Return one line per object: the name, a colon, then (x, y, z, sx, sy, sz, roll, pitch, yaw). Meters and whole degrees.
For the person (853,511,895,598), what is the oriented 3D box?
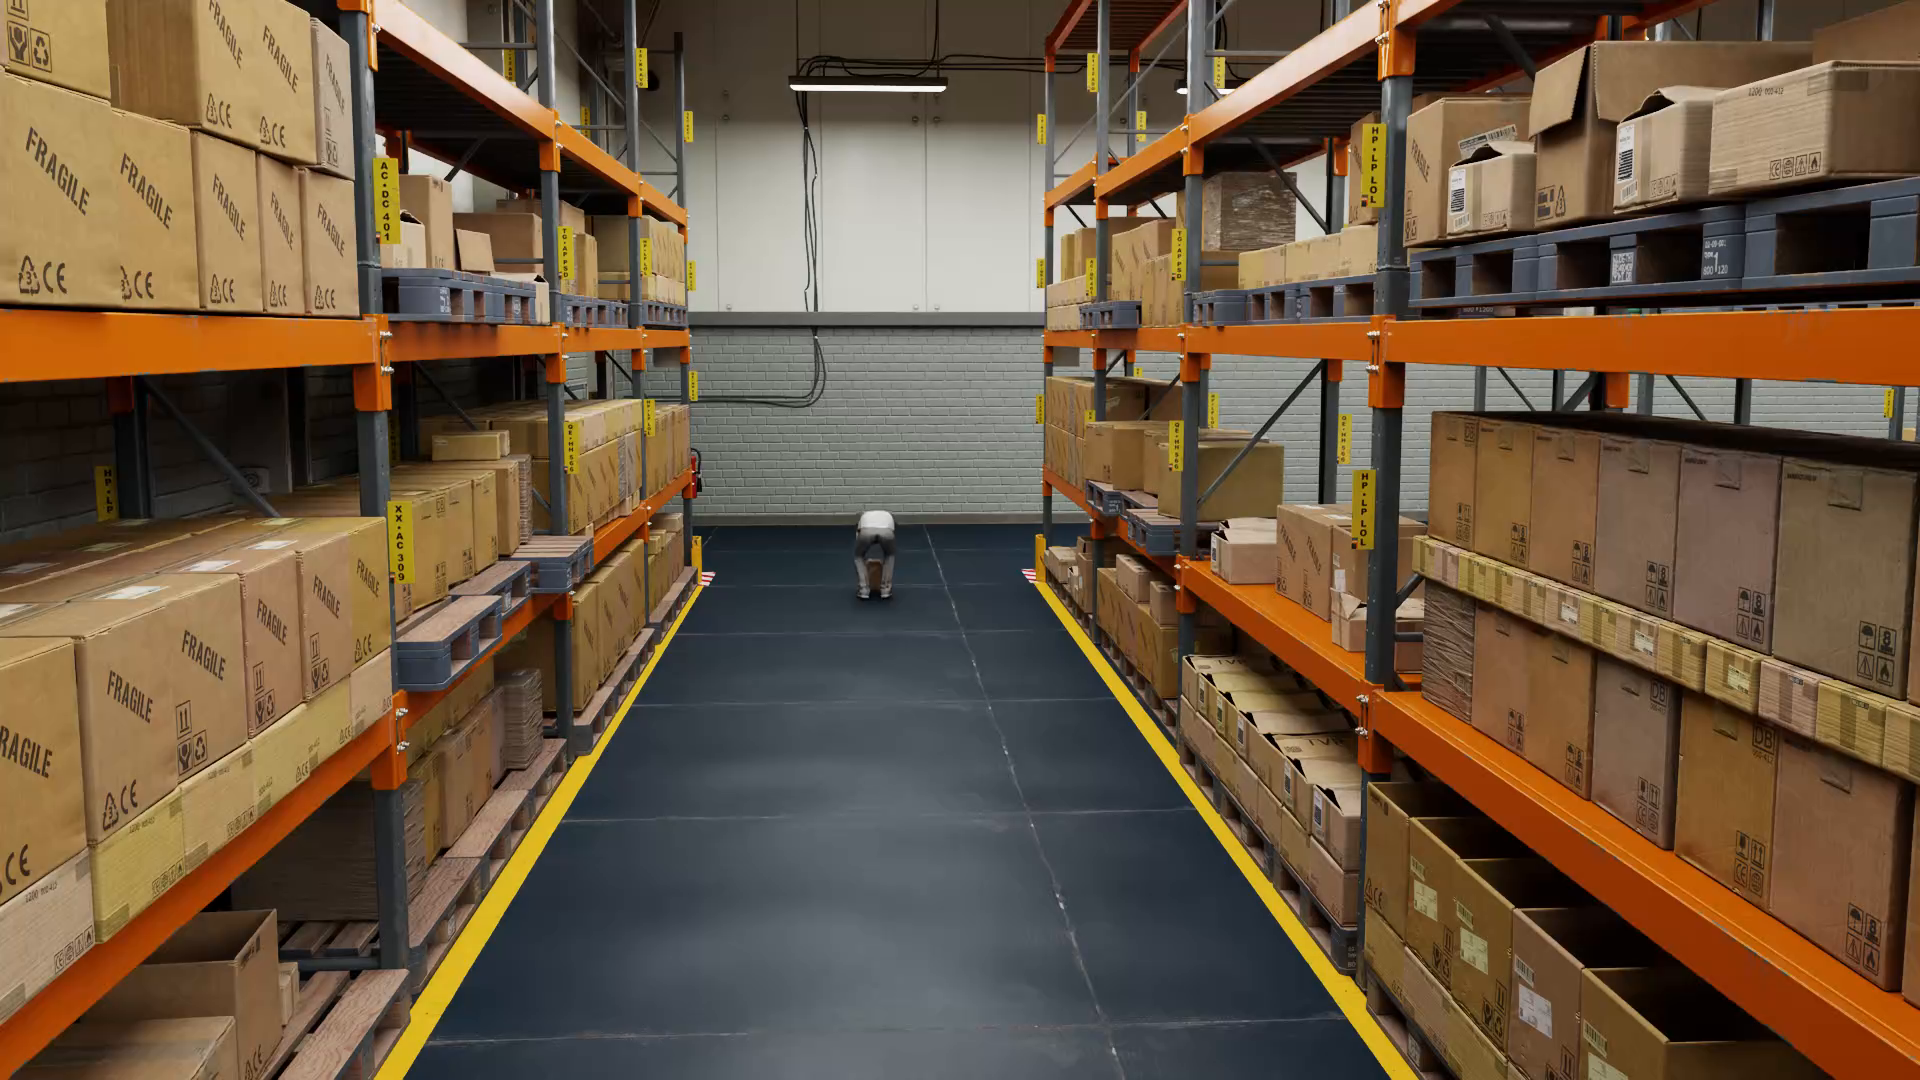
person: (-0.914, 0.132, 17.688, 0.448, 0.933, 0.886, -1, 7, -7)
